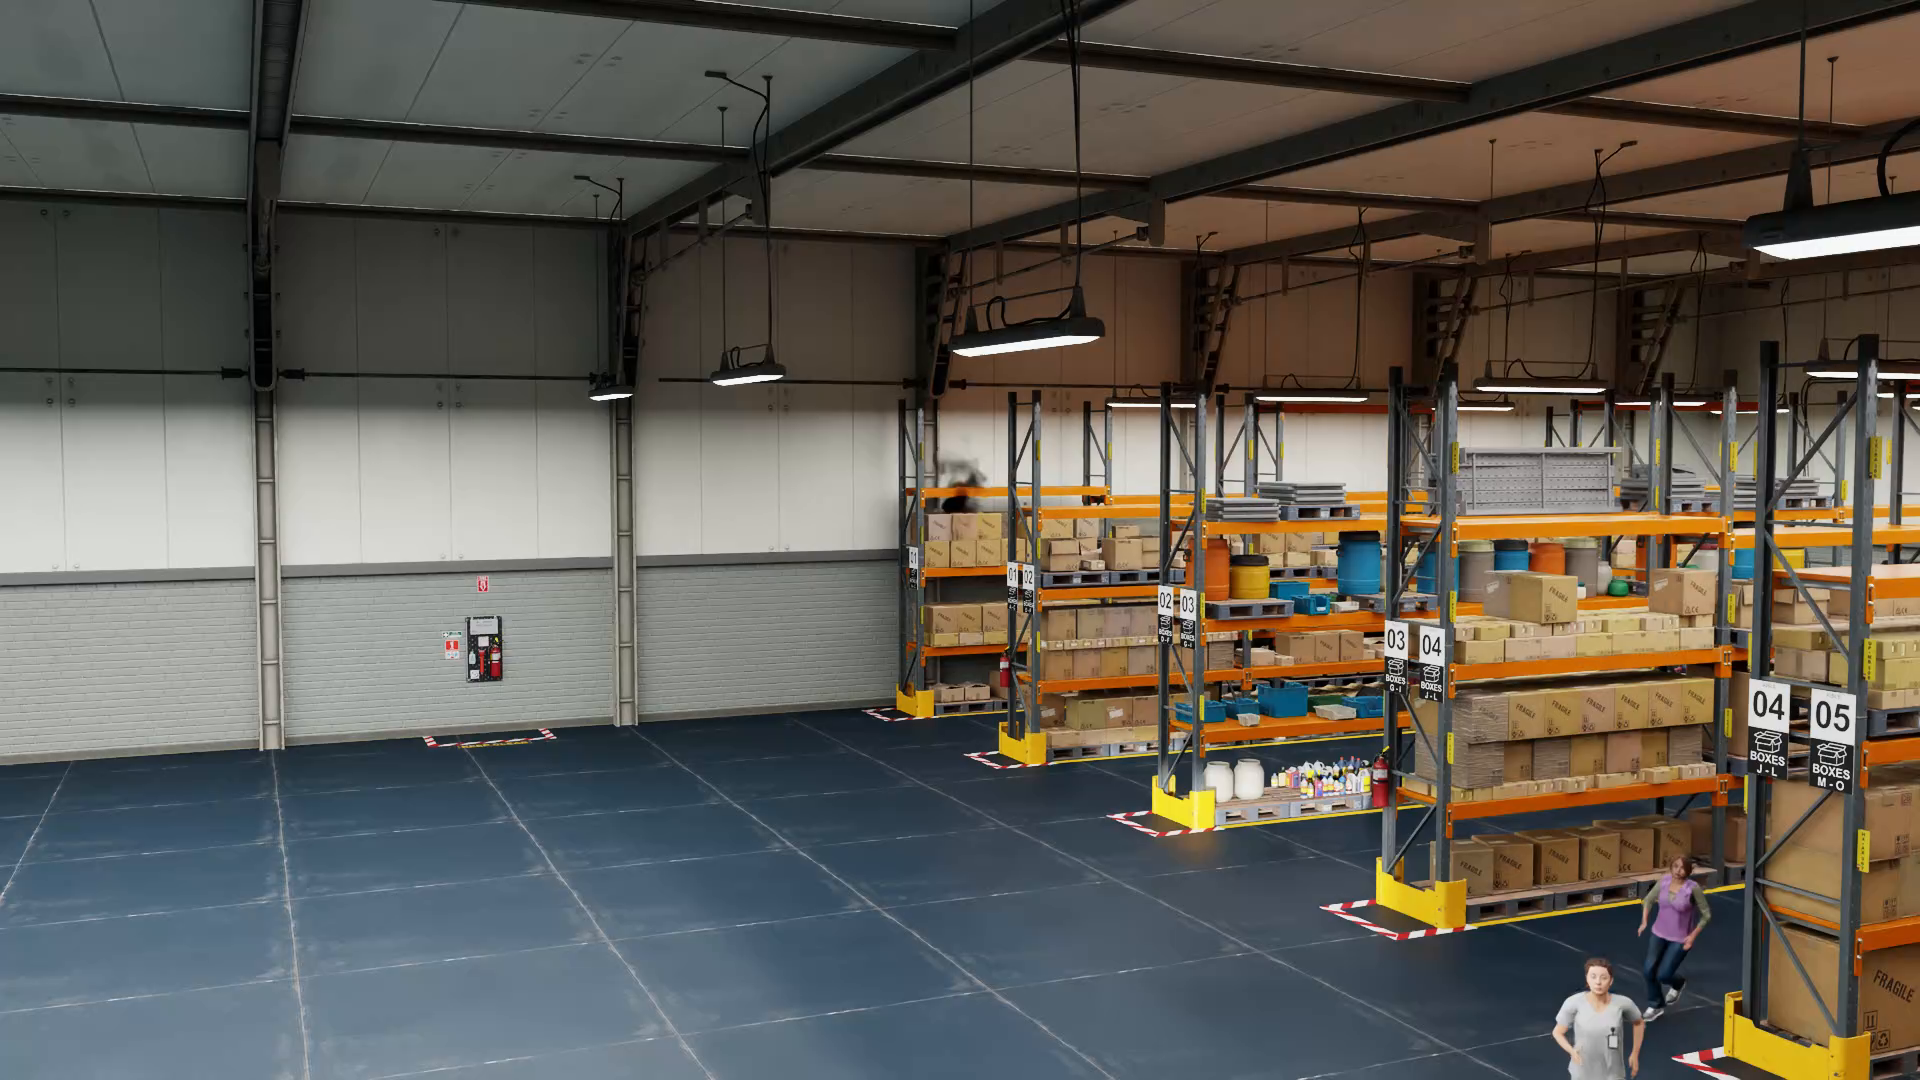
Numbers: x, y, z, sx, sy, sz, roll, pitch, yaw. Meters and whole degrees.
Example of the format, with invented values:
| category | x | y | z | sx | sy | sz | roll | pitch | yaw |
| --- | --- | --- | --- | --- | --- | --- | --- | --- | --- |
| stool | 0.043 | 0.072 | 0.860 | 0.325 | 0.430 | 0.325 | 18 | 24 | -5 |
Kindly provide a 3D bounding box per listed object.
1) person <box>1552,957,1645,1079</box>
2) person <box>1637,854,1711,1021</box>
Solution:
| category | x | y | z | sx | sy | sz | roll | pitch | yaw |
| --- | --- | --- | --- | --- | --- | --- | --- | --- | --- |
| person | 4.326 | 3.654 | 11.288 | 0.583 | 1.668 | 0.962 | 1 | 4 | 23 |
| person | 6.360 | 3.551 | 14.812 | 0.504 | 1.538 | 0.585 | -3 | 4 | -39 |
